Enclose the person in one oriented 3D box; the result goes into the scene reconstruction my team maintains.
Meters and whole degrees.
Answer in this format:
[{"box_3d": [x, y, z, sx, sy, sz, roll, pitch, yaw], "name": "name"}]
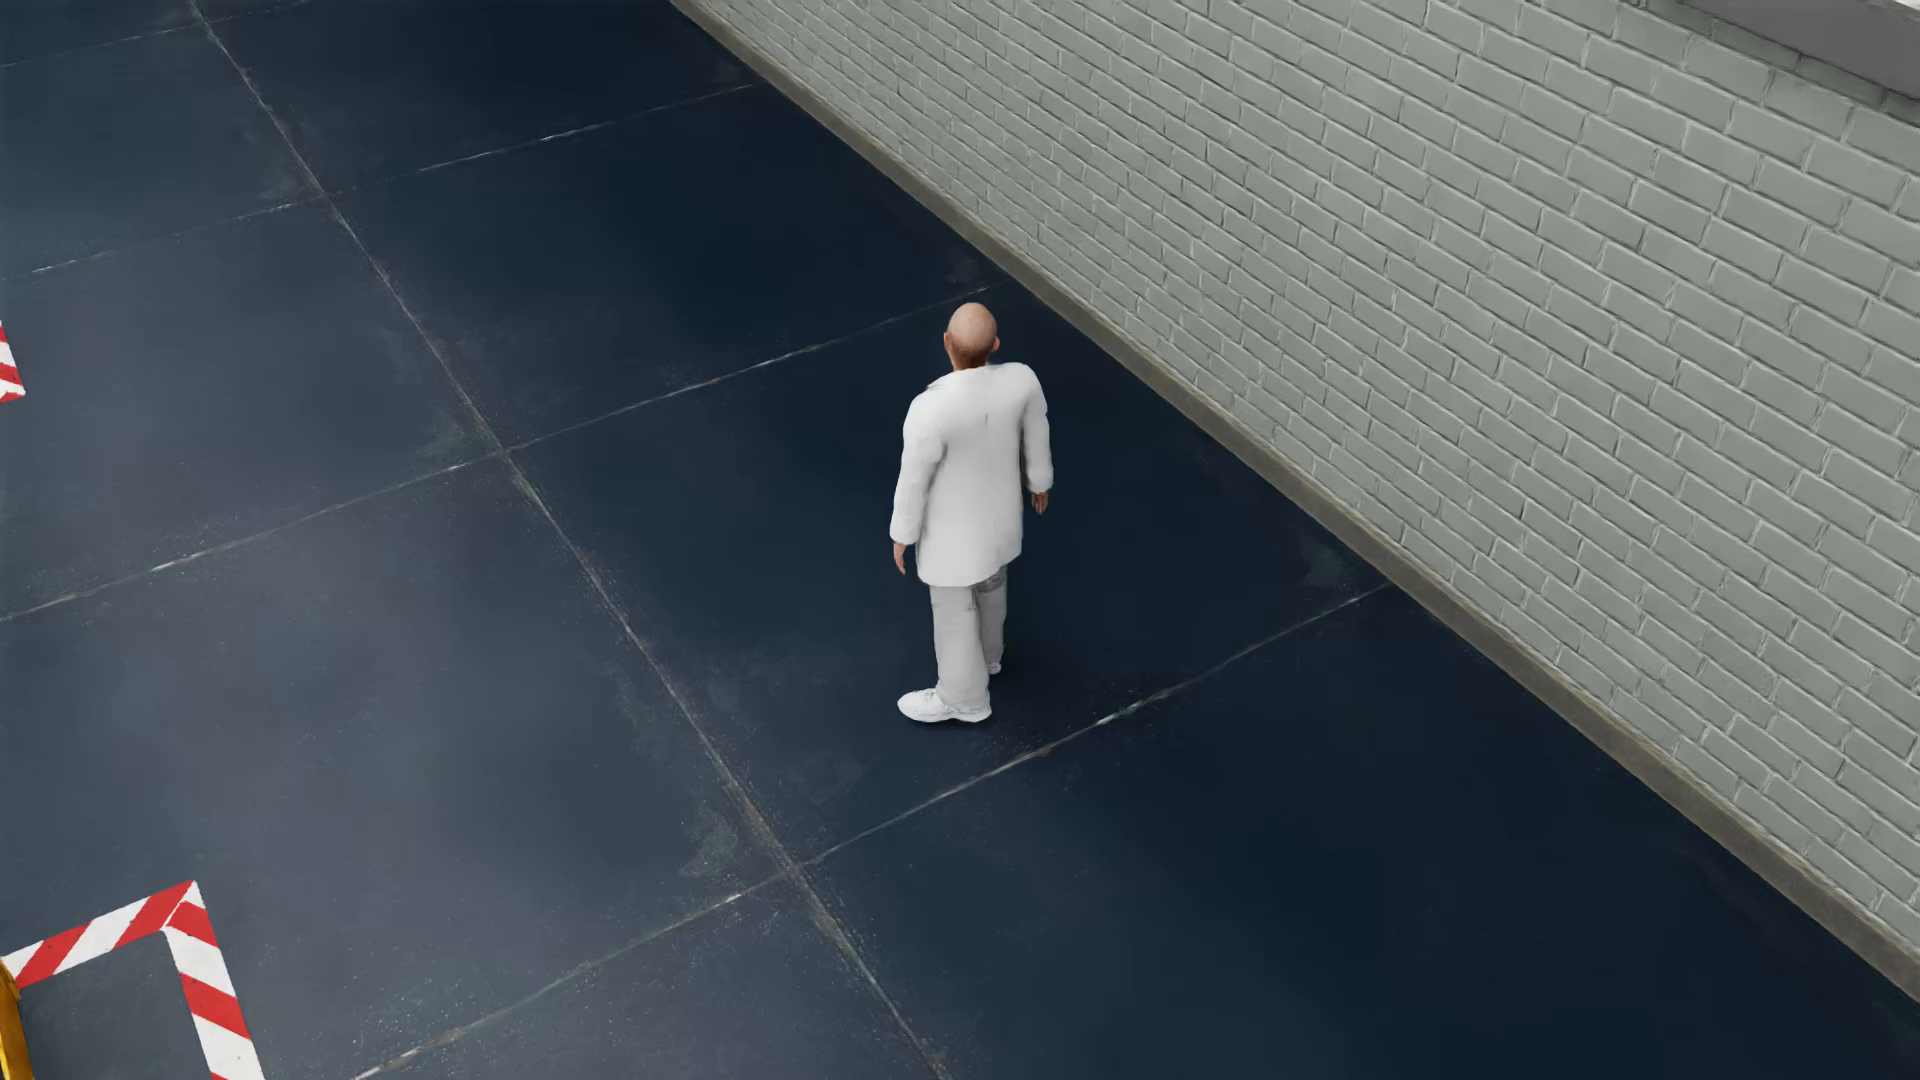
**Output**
[{"box_3d": [0.019, -0.129, 6.285, 0.700, 1.781, 0.574, -25, 46, -26], "name": "person"}]
